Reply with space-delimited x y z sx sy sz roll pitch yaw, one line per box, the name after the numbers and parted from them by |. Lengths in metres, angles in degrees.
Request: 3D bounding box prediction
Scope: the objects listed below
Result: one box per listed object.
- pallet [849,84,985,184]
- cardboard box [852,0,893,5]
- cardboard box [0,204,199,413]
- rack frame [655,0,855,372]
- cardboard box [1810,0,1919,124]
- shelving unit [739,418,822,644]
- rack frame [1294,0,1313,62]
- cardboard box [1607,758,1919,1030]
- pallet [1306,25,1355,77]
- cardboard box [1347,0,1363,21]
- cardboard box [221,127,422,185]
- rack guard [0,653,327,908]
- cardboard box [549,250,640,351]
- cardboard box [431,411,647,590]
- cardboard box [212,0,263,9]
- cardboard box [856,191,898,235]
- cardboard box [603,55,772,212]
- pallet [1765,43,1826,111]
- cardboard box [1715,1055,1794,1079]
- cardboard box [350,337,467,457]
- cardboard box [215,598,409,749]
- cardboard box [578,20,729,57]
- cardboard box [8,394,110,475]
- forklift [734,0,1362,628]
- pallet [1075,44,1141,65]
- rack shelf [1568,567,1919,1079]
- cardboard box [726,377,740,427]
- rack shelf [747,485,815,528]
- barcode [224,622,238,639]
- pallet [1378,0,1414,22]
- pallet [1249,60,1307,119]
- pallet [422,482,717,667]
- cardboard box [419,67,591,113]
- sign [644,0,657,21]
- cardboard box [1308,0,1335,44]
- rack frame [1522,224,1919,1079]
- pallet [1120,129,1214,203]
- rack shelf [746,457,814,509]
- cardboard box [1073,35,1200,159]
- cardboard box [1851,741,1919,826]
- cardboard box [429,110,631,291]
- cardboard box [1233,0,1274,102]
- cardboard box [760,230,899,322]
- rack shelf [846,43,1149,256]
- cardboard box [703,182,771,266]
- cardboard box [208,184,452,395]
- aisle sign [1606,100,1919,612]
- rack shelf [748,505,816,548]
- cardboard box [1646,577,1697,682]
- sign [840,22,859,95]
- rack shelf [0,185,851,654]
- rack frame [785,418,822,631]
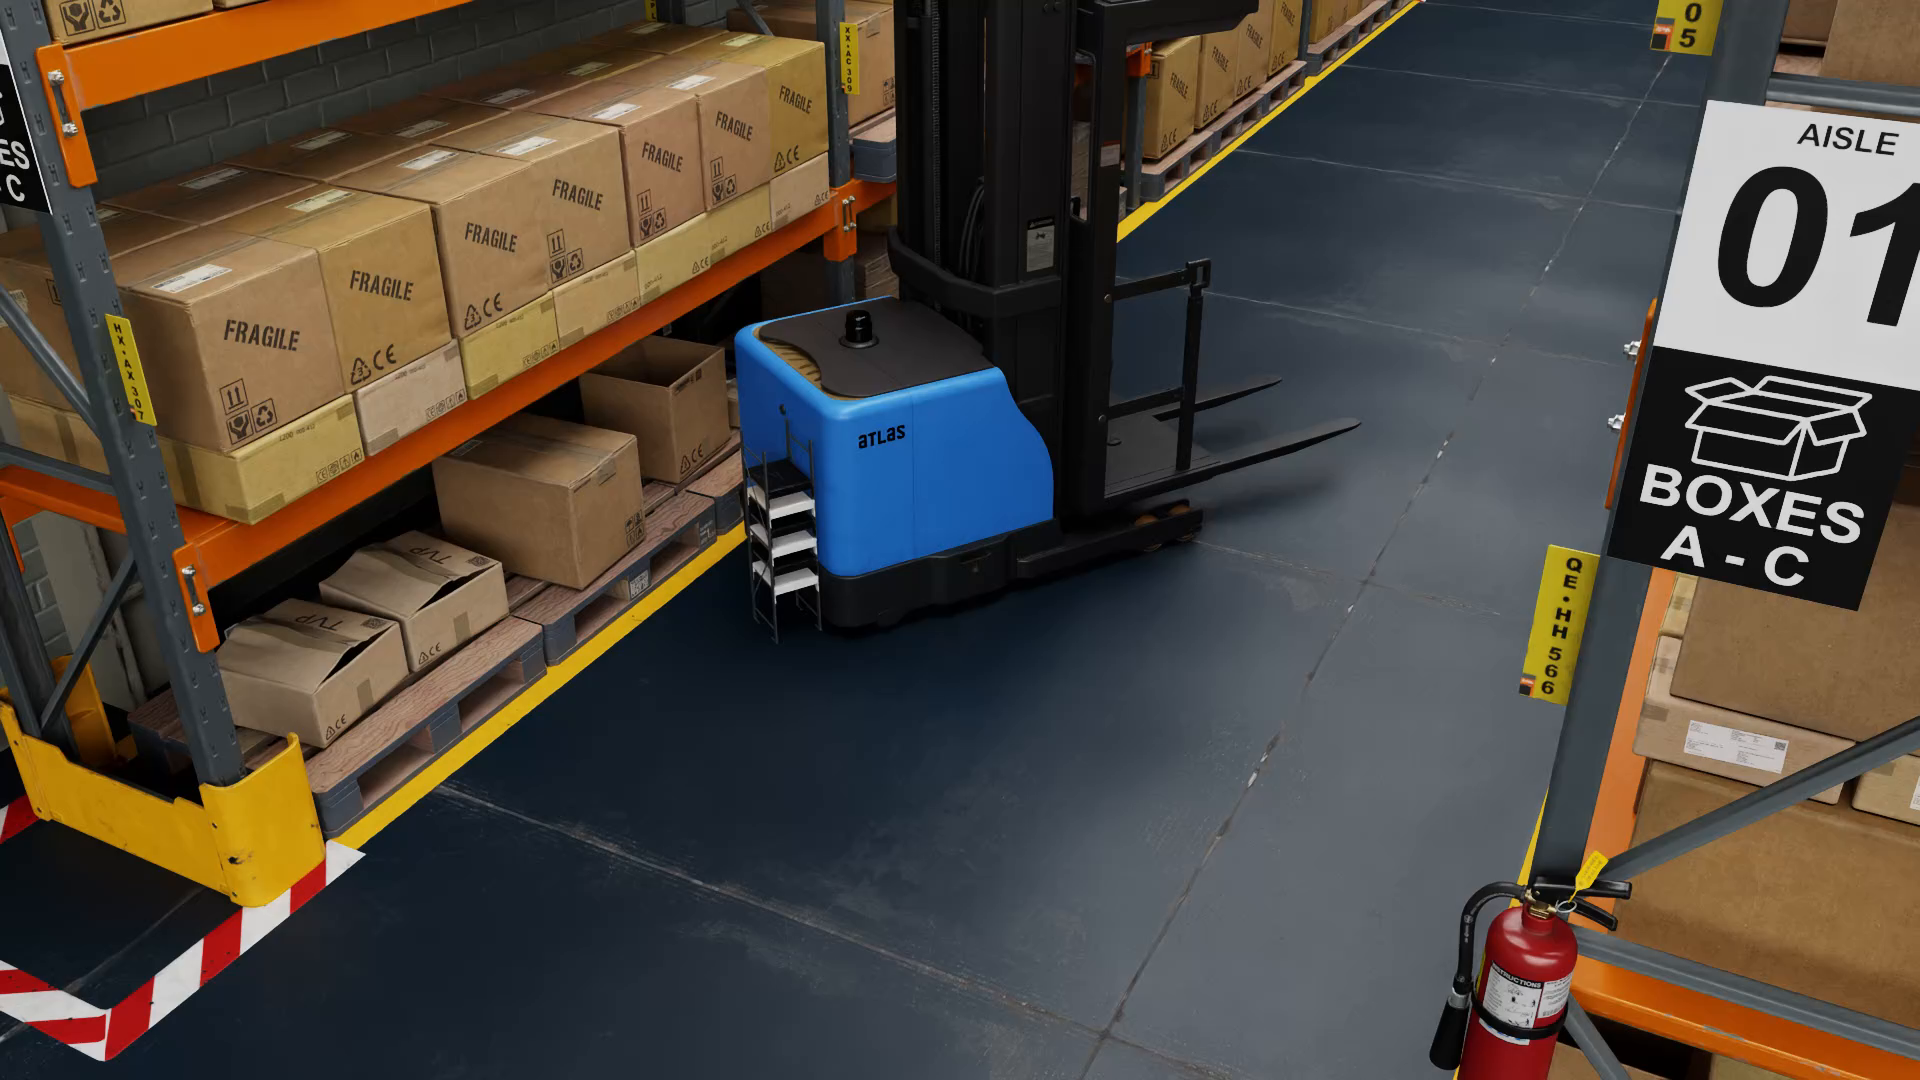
-0.530 -2.223 8.801 1.003 0.211 1.213 14 33 23 | pallet
-0.484 -2.698 8.895 0.700 0.500 0.500 18 34 28 | cardboard box
-2.804 -0.753 5.427 0.500 0.500 0.500 14 33 23 | cardboard box
-1.008 -2.000 8.221 1.000 3.000 0.127 14 33 23 | rack frame
1.847 -0.947 2.709 0.797 0.503 0.637 17 34 27 | cardboard box
-0.741 -0.031 6.900 0.210 0.900 0.258 -16 34 -26 | shelving unit
2.637 -5.547 14.397 1.000 3.000 0.127 14 33 23 | rack frame
1.806 0.648 3.510 0.700 0.500 0.500 14 33 23 | cardboard box
3.053 -4.657 15.647 1.003 0.211 1.213 14 33 23 | pallet
3.536 -5.402 16.234 0.700 0.500 0.500 15 33 24 | cardboard box
-2.334 -1.204 6.212 0.500 0.500 0.500 13 32 22 | cardboard box
-2.795 0.823 5.814 1.175 0.500 0.348 14 33 23 | rack guard
-1.631 -0.996 6.604 0.500 0.250 0.500 15 33 24 | cardboard box
-1.796 -0.187 7.131 0.700 0.500 0.500 12 32 20 | cardboard box
-2.178 -1.901 4.916 0.500 0.500 0.500 17 34 26 | cardboard box
-0.489 -1.958 9.463 0.500 0.250 0.500 14 33 22 | cardboard box
-1.170 -1.767 7.192 0.500 0.500 0.500 14 33 23 | cardboard box
1.927 -0.675 2.990 1.003 0.211 1.213 14 33 23 | pallet
2.250 1.171 4.285 0.500 0.500 0.500 14 33 23 | cardboard box
-2.101 -0.548 5.823 0.500 0.250 0.500 13 32 22 | cardboard box
-2.434 0.462 6.192 0.500 0.311 0.500 11 32 18 | cardboard box
-1.408 -2.108 7.786 0.500 0.500 0.500 14 33 22 | cardboard box
-2.789 -0.422 5.603 0.500 0.250 0.500 15 33 24 | cardboard box
0.539 -1.428 7.294 3.031 2.935 1.130 -16 34 -26 | forklift
0.585 -3.350 10.765 1.213 0.211 1.003 14 33 23 | pallet
2.493 0.320 4.902 1.077 0.370 4.000 14 33 23 | rack shelf
-1.225 -0.718 8.392 0.380 0.166 0.250 10 31 17 | cardboard box
-0.741 -0.158 6.827 0.200 0.077 0.258 -16 34 -26 | rack shelf
-2.782 0.359 6.362 0.001 0.075 0.075 14 33 23 | barcode
4.164 -5.739 17.531 1.003 0.211 1.213 14 33 23 | pallet
2.352 -3.978 14.466 1.003 0.211 1.213 14 33 23 | pallet
-1.837 0.058 7.438 1.003 0.211 1.213 14 33 23 | pallet
-1.878 -1.660 7.006 0.500 0.500 0.500 15 33 25 | cardboard box
-1.503 -2.627 8.149 0.100 0.325 0.005 14 33 23 | sign
3.069 -4.953 15.452 0.700 0.500 0.500 15 33 24 | cardboard box
1.582 0.895 3.179 1.000 3.000 0.127 14 33 23 | rack frame
1.241 -2.897 12.582 1.003 0.211 1.213 14 33 23 | pallet
-0.741 -0.236 6.782 0.200 0.077 0.258 -16 34 -26 | rack shelf
1.266 -3.320 12.256 0.750 0.750 0.750 14 33 23 | cardboard box
1.952 0.445 3.211 0.380 0.149 0.250 14 33 23 | cardboard box
-1.645 -1.315 6.406 0.500 0.500 0.500 15 33 25 | cardboard box
2.054 -4.084 13.587 0.750 0.750 0.750 15 33 25 | cardboard box
-0.687 -1.437 9.309 0.700 0.500 0.500 15 33 25 | cardboard box
-0.096 -2.575 9.944 1.077 0.370 4.000 14 33 23 | rack shelf
-1.188 -1.446 7.387 0.500 0.250 0.500 14 33 23 | cardboard box
-2.111 -0.856 5.606 0.500 0.500 0.500 14 33 23 | cardboard box
1.290 -0.270 2.597 0.394 0.787 0.004 14 33 23 | aisle sign
-0.741 -0.080 6.871 0.200 0.077 0.258 -16 34 -26 | rack shelf
1.704 0.241 3.566 0.380 0.149 0.250 15 33 25 | cardboard box
-0.521 -2.256 7.797 0.100 0.325 0.005 14 33 23 | sign
-1.919 -0.802 6.856 1.077 0.370 4.000 14 33 23 | rack shelf
-0.653 -0.056 6.944 0.006 0.900 0.240 -16 34 -26 | rack frame
